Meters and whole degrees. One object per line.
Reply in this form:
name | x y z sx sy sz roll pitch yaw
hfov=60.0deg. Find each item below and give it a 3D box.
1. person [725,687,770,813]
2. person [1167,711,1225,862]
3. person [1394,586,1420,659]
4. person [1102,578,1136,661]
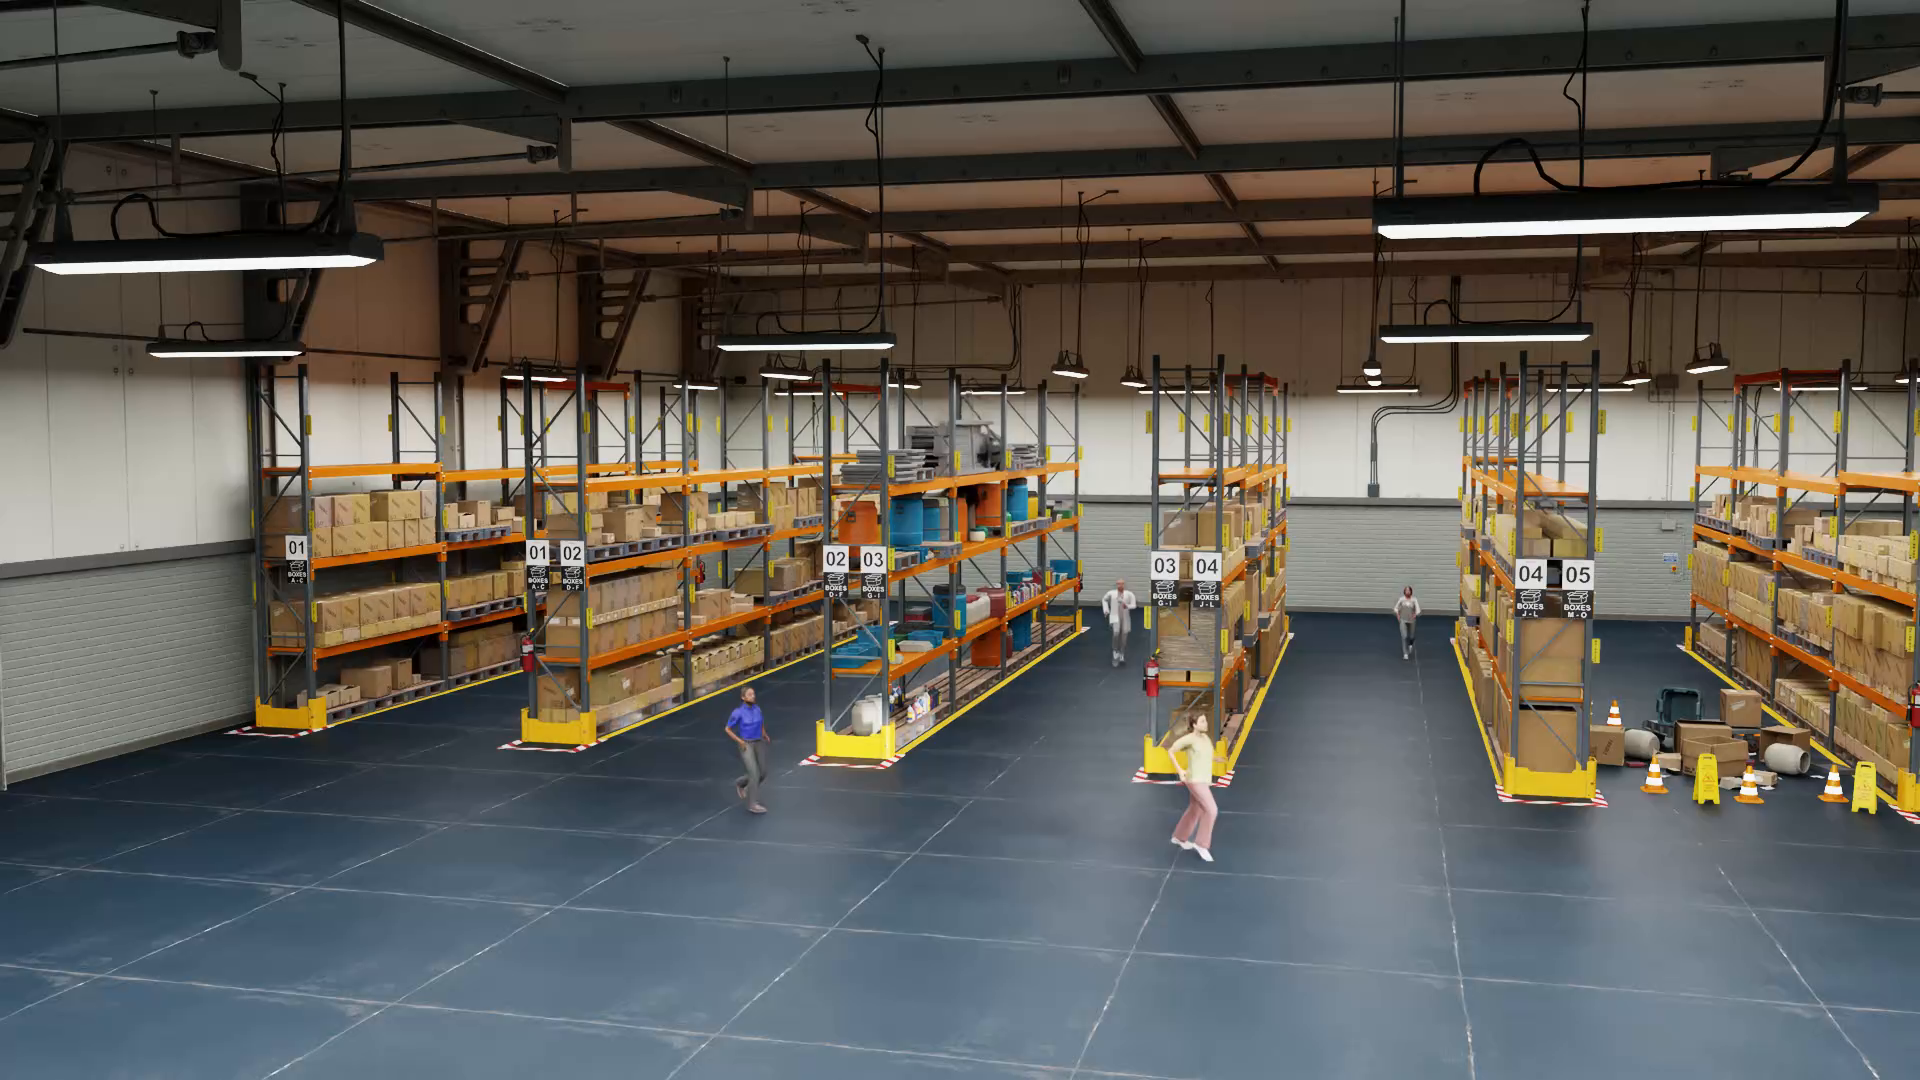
person | -2.768 2.706 21.617 0.700 1.608 0.581 4 5 43
person | 2.747 2.842 19.274 0.723 1.715 0.543 3 5 37
person | 9.602 1.806 35.731 0.540 1.462 0.637 1 4 14
person | 3.337 1.680 34.736 0.668 1.759 0.843 0 4 -3
